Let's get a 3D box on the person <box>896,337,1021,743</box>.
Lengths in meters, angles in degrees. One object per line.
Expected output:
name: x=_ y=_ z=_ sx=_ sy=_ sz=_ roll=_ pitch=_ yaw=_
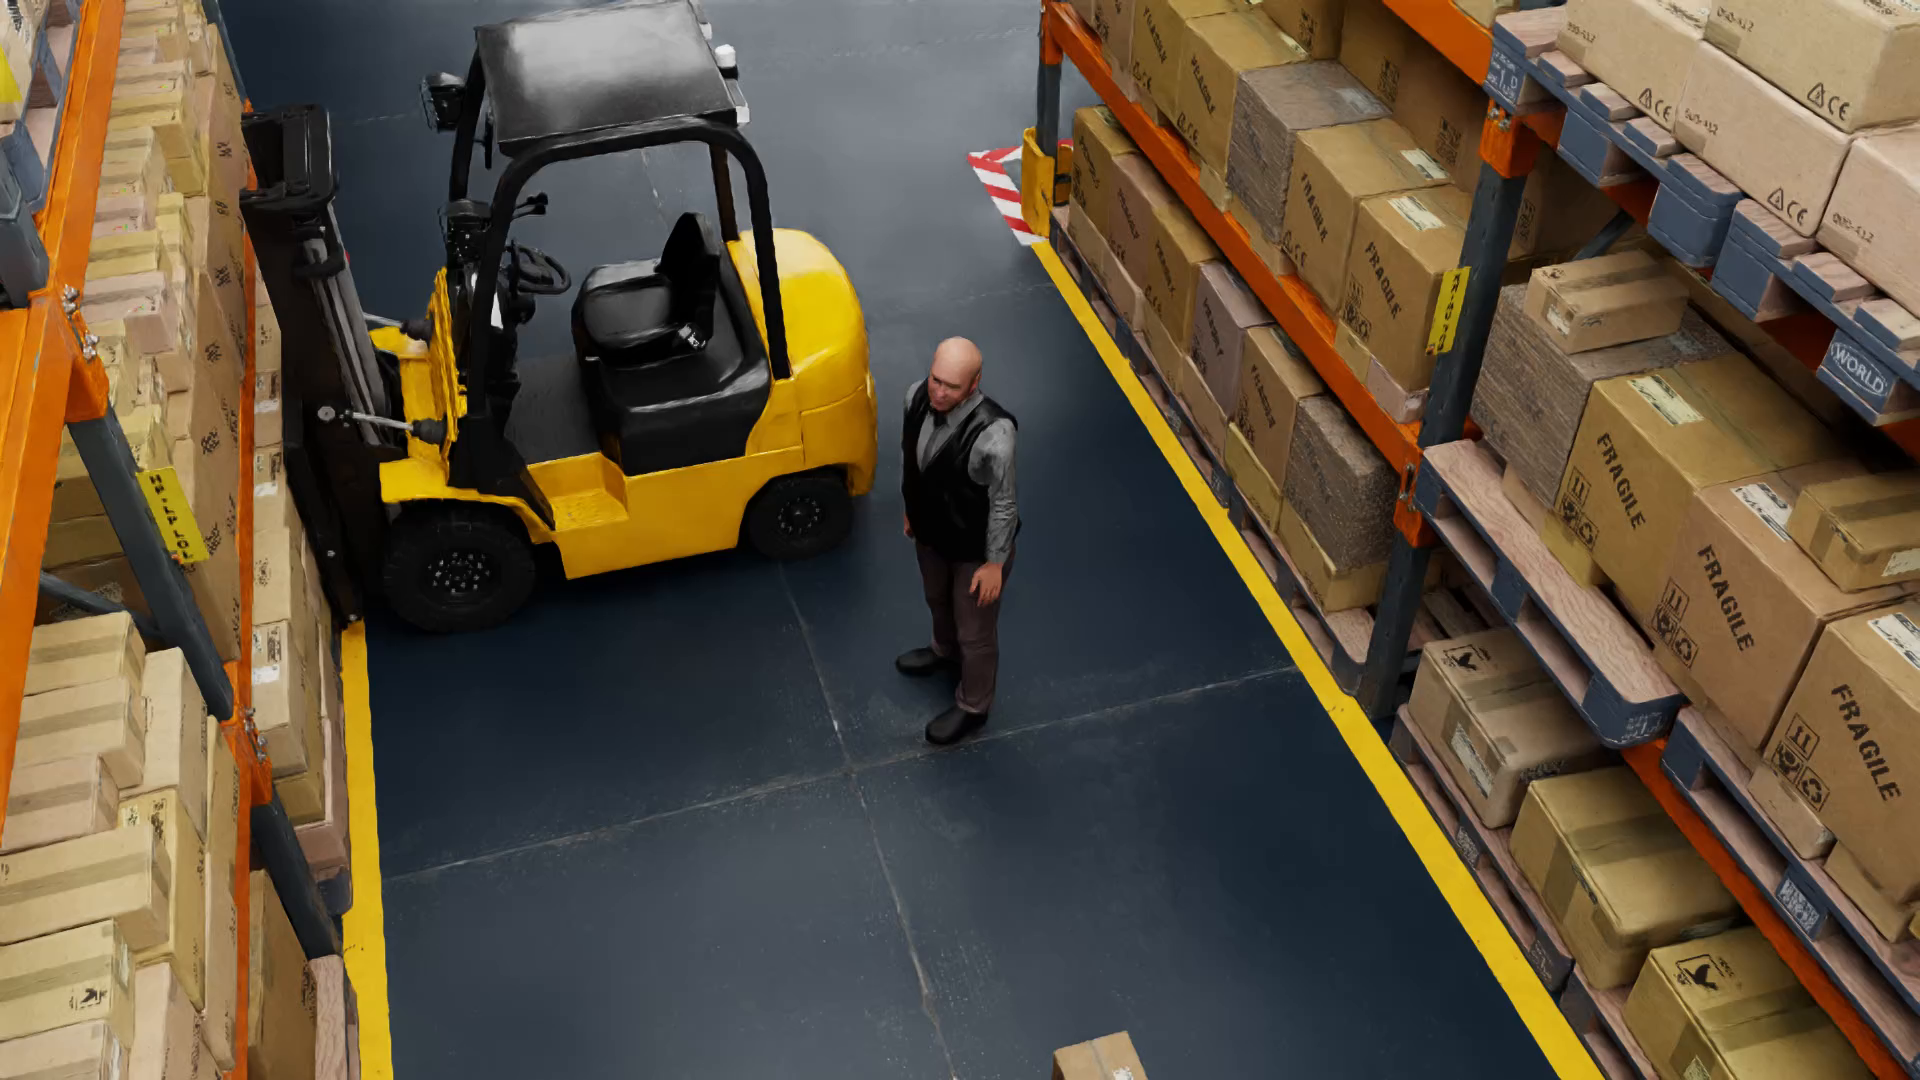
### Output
person: x=-0.050 y=-0.001 z=6.138 sx=0.470 sy=1.730 sz=0.588 roll=-30 pitch=50 yaw=-29
